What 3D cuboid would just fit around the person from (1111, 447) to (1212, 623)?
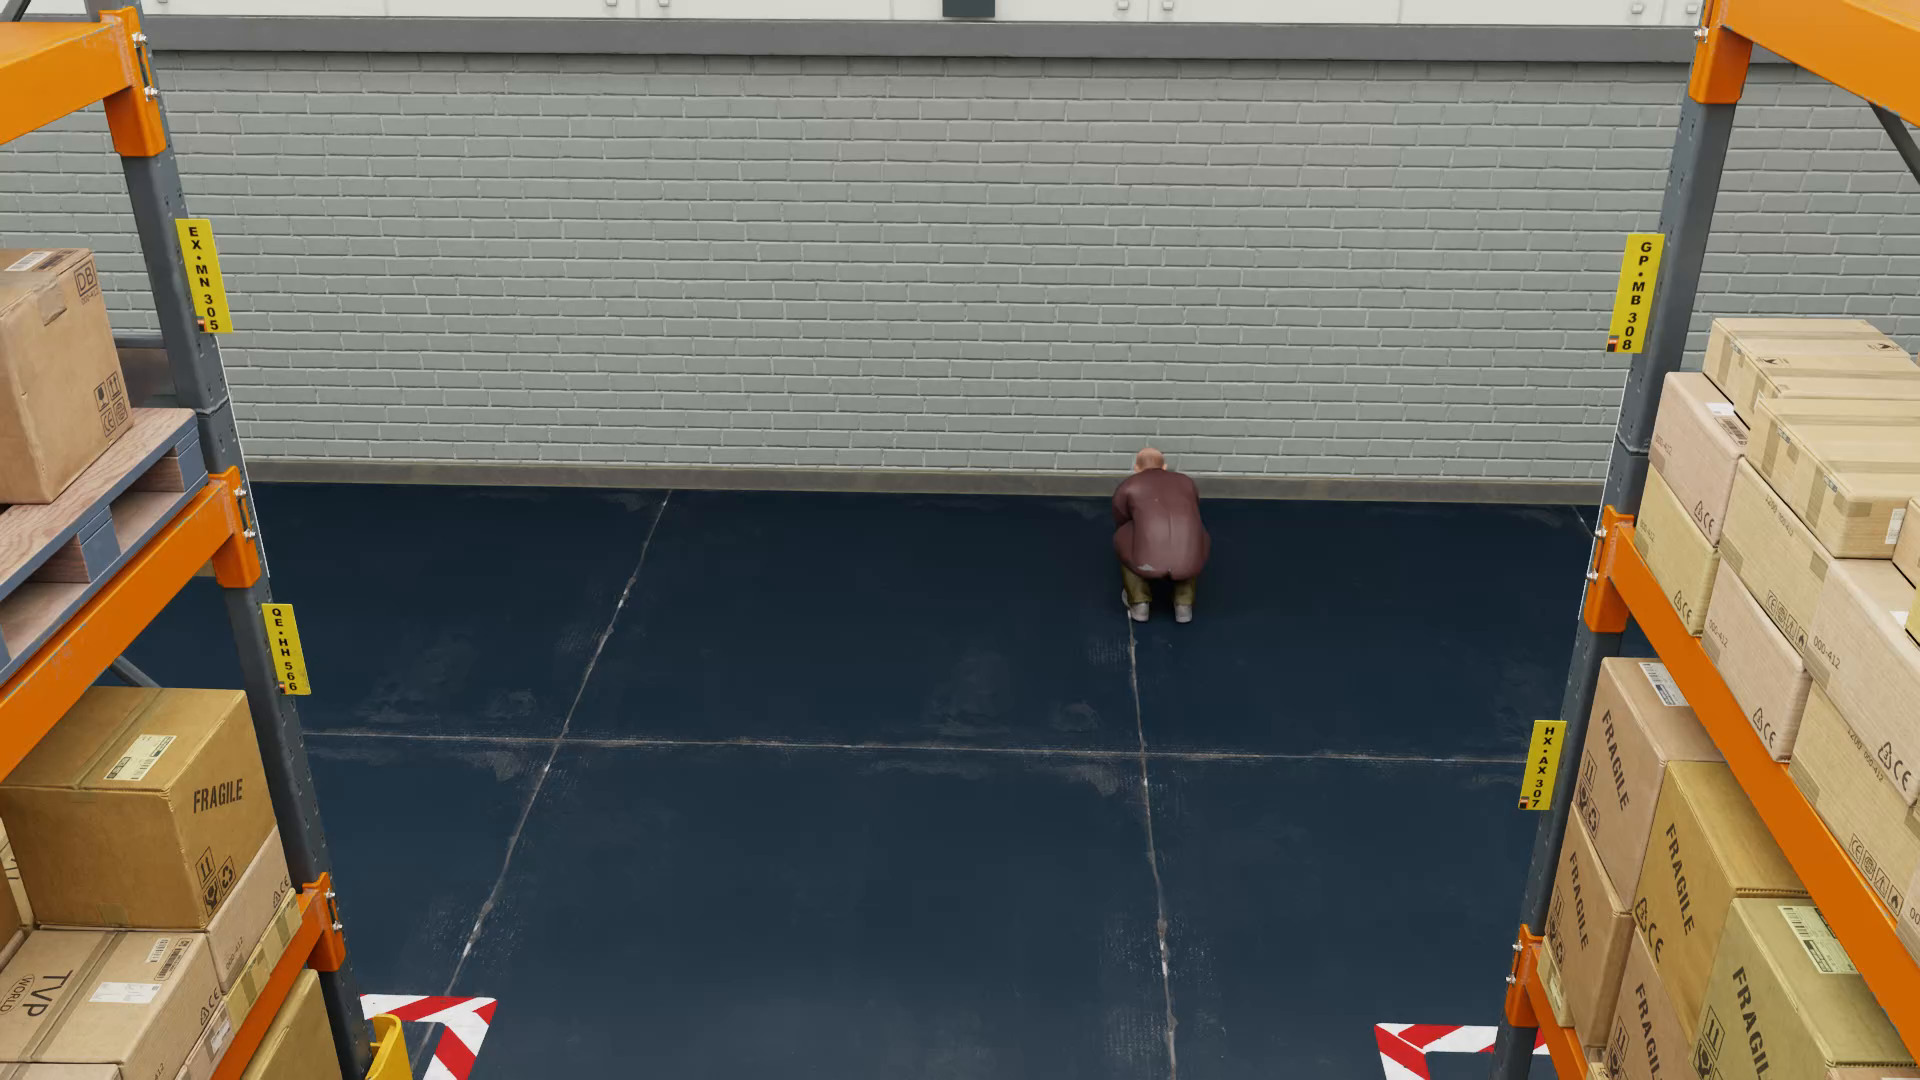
[{"bbox_3d":[1.177,0.011,9.765,0.581,0.890,0.922,1,28,1],"label":"person"}]
